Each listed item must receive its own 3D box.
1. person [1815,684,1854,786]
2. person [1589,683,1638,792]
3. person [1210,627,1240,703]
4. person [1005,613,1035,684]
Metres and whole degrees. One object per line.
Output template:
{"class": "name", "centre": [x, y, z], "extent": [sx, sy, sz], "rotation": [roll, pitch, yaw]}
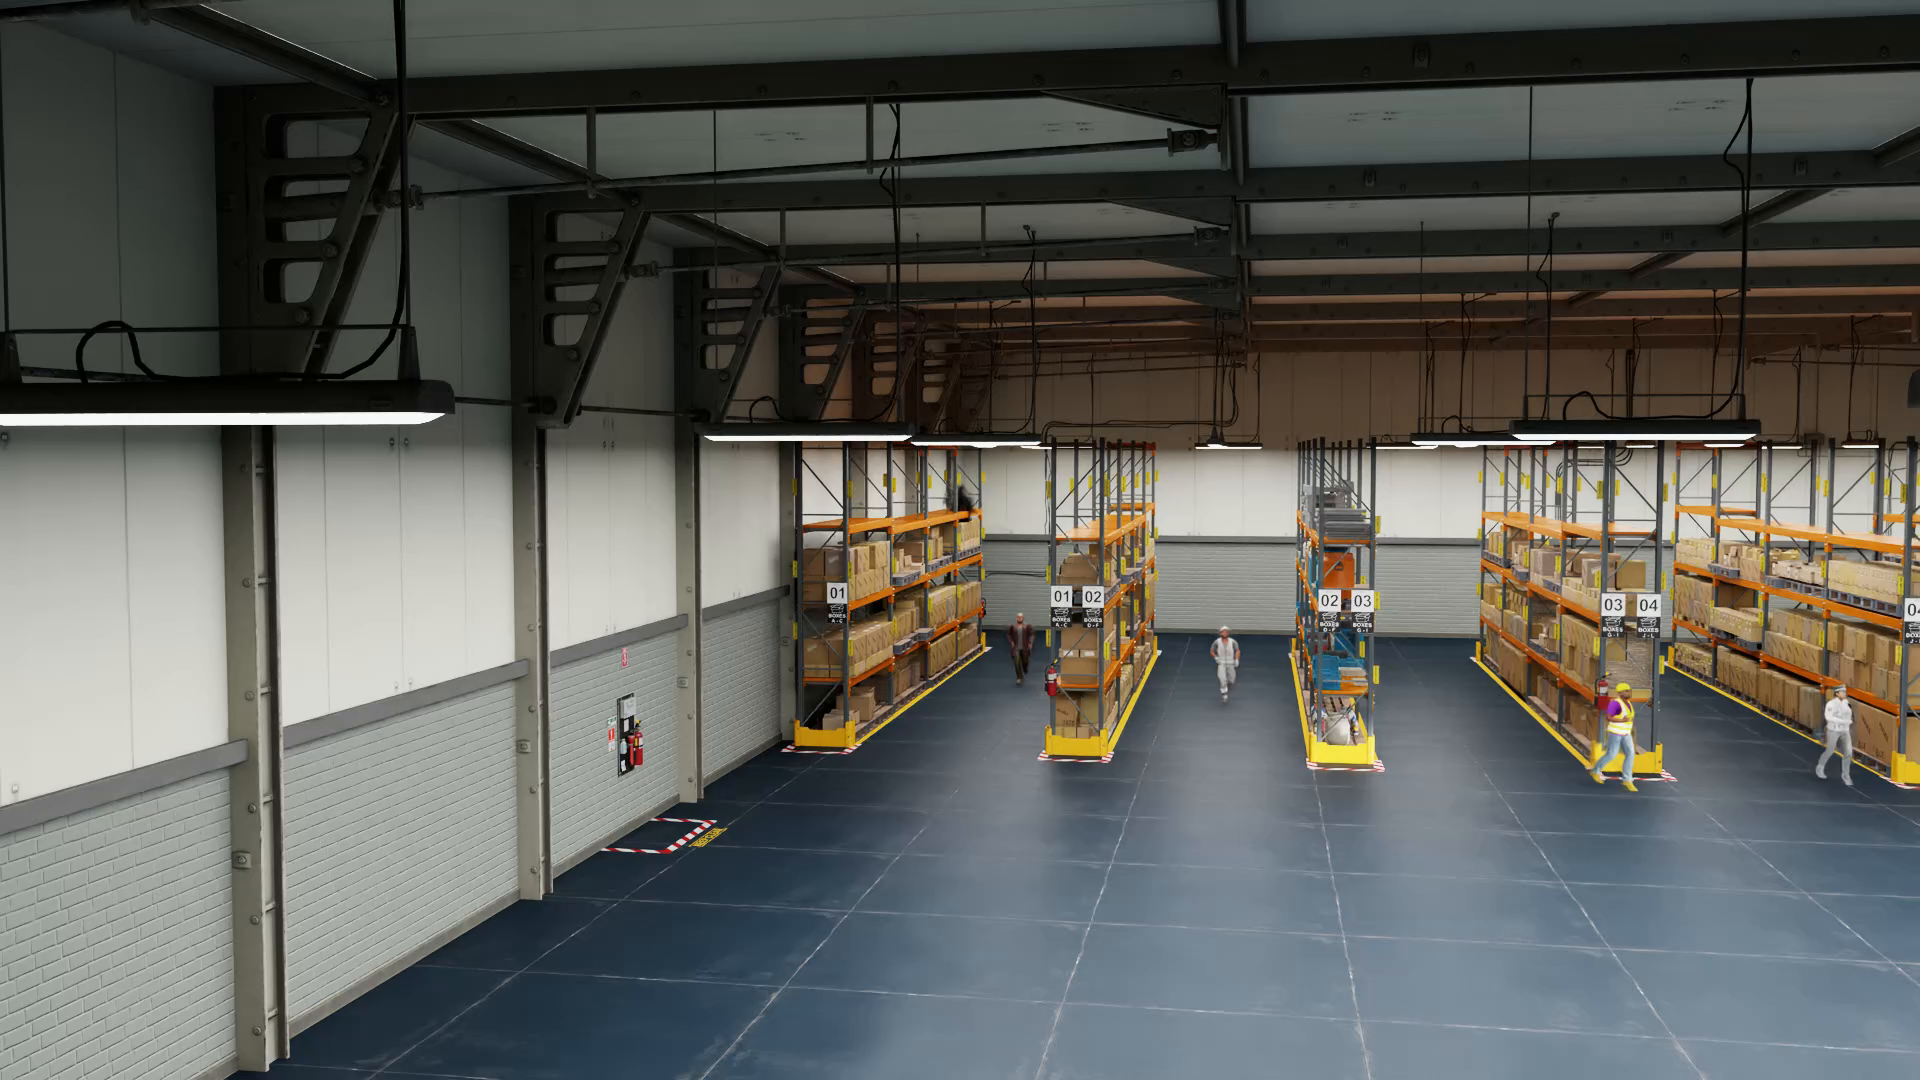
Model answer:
{"class": "person", "centre": [15.201, 3.351, 28.816], "extent": [0.620, 1.752, 0.761], "rotation": [-1, 3, -12]}
{"class": "person", "centre": [11.242, 3.334, 28.391], "extent": [0.696, 1.804, 0.858], "rotation": [-2, 4, -33]}
{"class": "person", "centre": [6.085, 2.847, 38.212], "extent": [0.676, 1.725, 0.675], "rotation": [0, 3, 0]}
{"class": "person", "centre": [1.494, 2.677, 41.259], "extent": [0.729, 1.722, 0.717], "rotation": [0, 3, 1]}
